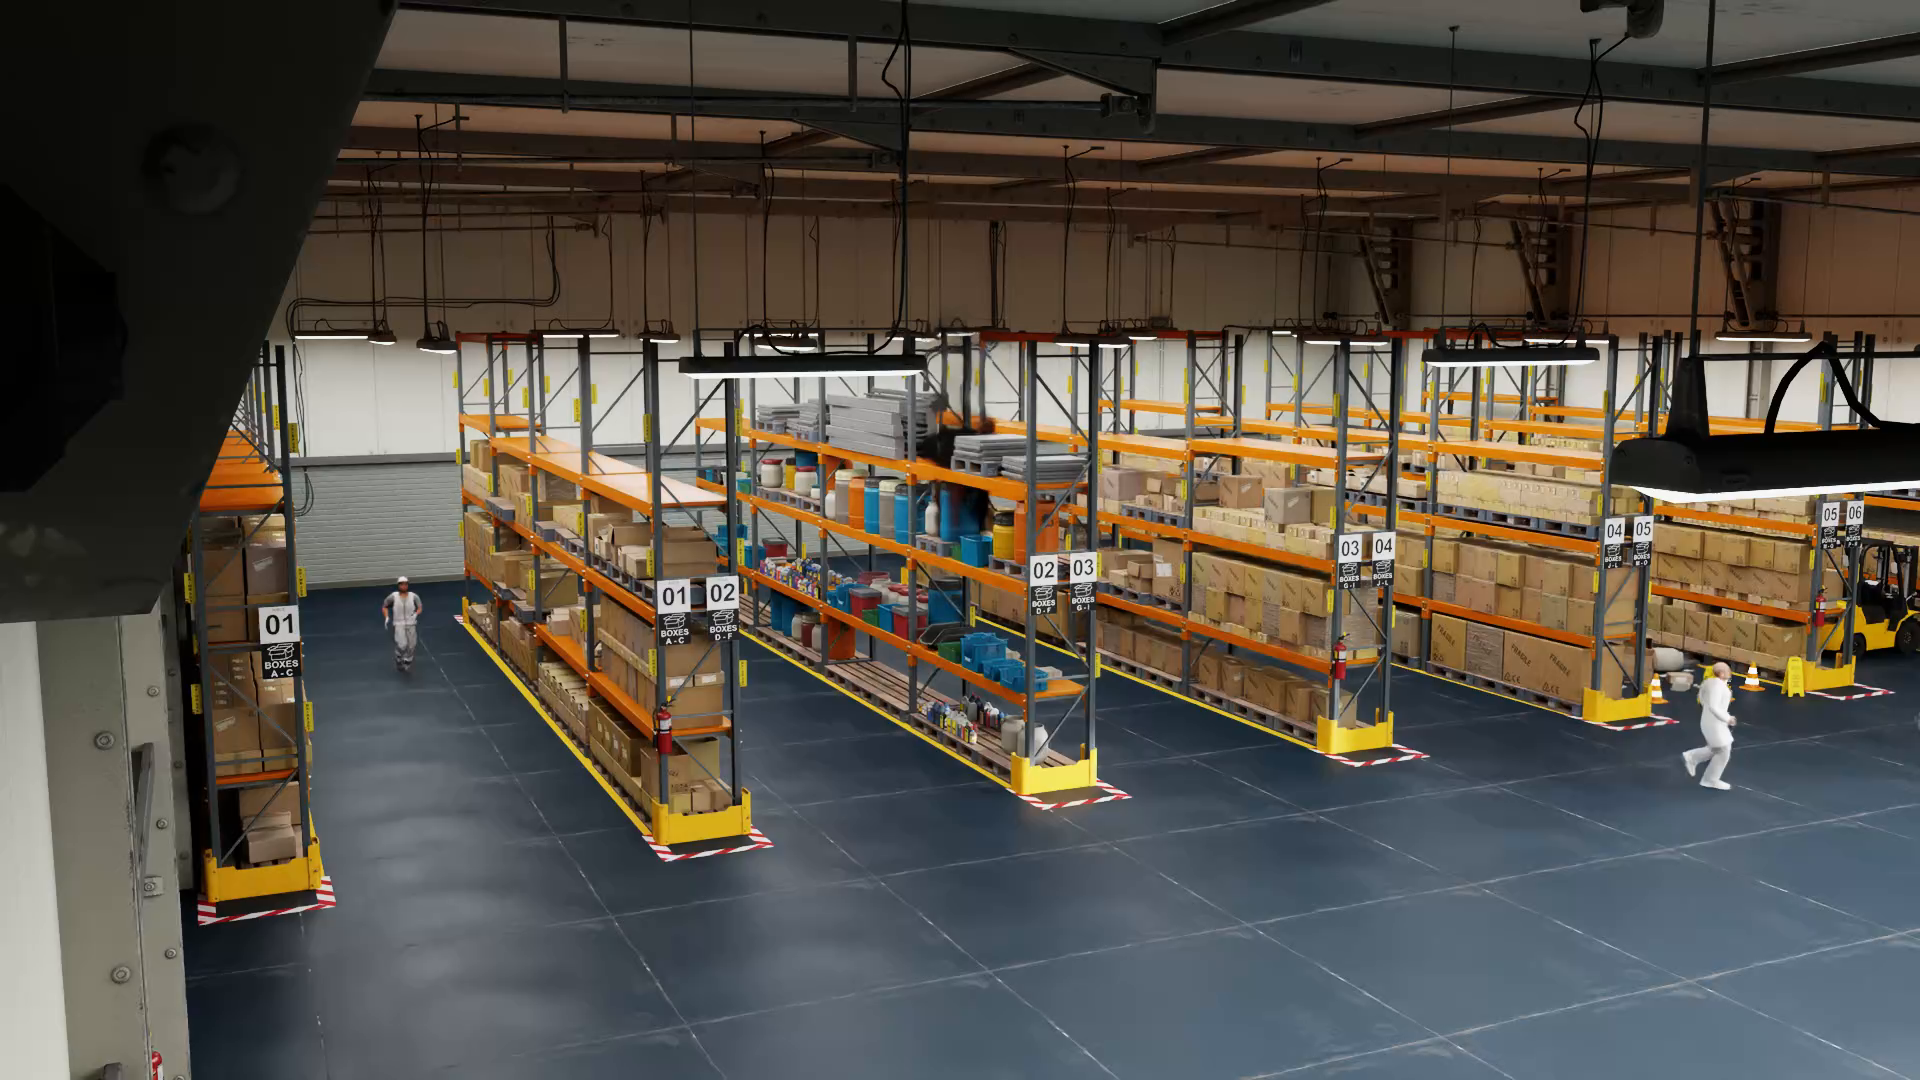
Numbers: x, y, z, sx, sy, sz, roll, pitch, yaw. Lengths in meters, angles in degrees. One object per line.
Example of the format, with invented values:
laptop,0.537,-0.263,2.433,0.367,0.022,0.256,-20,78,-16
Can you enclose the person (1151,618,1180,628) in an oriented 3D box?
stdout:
person,4.230,0.903,33.926,0.575,1.685,0.938,-4,9,-29

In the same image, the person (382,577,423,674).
person,-9.781,1.518,29.300,0.659,1.742,0.599,-4,9,-28

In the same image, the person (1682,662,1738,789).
person,10.090,2.486,22.288,0.567,1.737,0.729,2,8,17
